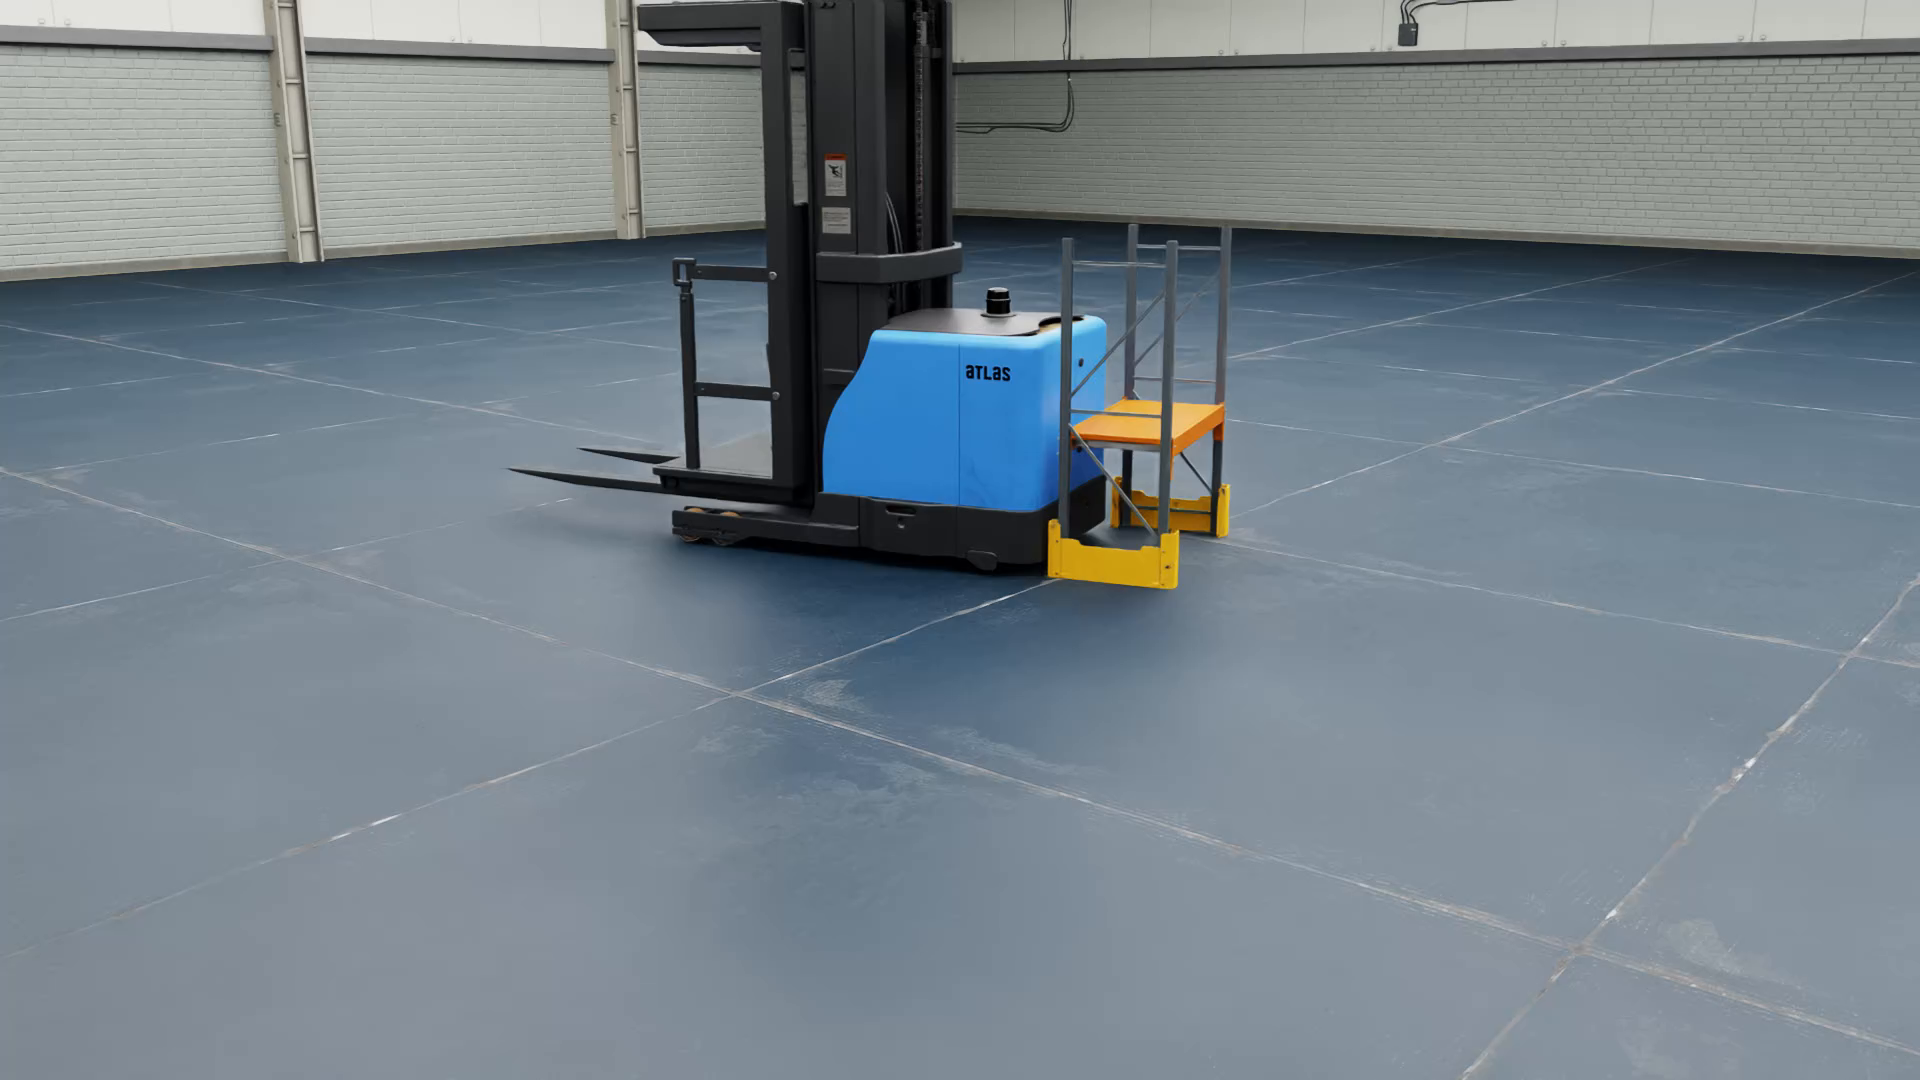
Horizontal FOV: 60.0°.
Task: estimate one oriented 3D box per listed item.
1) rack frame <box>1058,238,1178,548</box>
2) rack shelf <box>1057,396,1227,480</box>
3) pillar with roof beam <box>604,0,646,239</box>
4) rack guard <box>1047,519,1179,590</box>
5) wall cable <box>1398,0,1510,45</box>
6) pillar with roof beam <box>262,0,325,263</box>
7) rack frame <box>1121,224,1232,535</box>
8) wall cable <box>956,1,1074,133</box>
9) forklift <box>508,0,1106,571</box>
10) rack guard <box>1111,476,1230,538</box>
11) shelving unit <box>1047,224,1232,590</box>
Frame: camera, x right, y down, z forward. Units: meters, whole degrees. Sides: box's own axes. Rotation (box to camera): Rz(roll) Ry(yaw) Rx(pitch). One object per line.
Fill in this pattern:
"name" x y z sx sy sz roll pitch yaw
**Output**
"rack frame" 0.675 -0.544 7.217 0.500 1.500 0.032 6 15 21
"rack shelf" 0.862 -0.486 7.719 0.538 0.185 1.000 6 15 21
"pillar with roof beam" -2.271 -8.849 24.681 9.100 9.000 0.400 11 18 38
"rack guard" 0.675 0.062 7.372 0.587 0.250 0.087 6 15 21
"wall cable" 8.406 -11.200 27.028 2.305 6.003 0.169 11 18 38
"pillar with roof beam" -6.042 -7.700 20.158 9.100 9.000 0.400 11 18 38
"rack frame" 1.049 -0.776 8.133 0.500 1.500 0.032 6 15 21
"wall cable" 1.032 -9.519 33.624 3.097 2.526 0.112 11 18 38
"forklift" -0.844 -1.502 8.082 3.031 2.935 1.130 6 16 23
"rack guard" 1.042 -0.166 8.269 0.587 0.250 0.087 6 15 21
"shelving unit" 0.859 -0.658 7.666 0.587 1.500 1.083 6 15 21
